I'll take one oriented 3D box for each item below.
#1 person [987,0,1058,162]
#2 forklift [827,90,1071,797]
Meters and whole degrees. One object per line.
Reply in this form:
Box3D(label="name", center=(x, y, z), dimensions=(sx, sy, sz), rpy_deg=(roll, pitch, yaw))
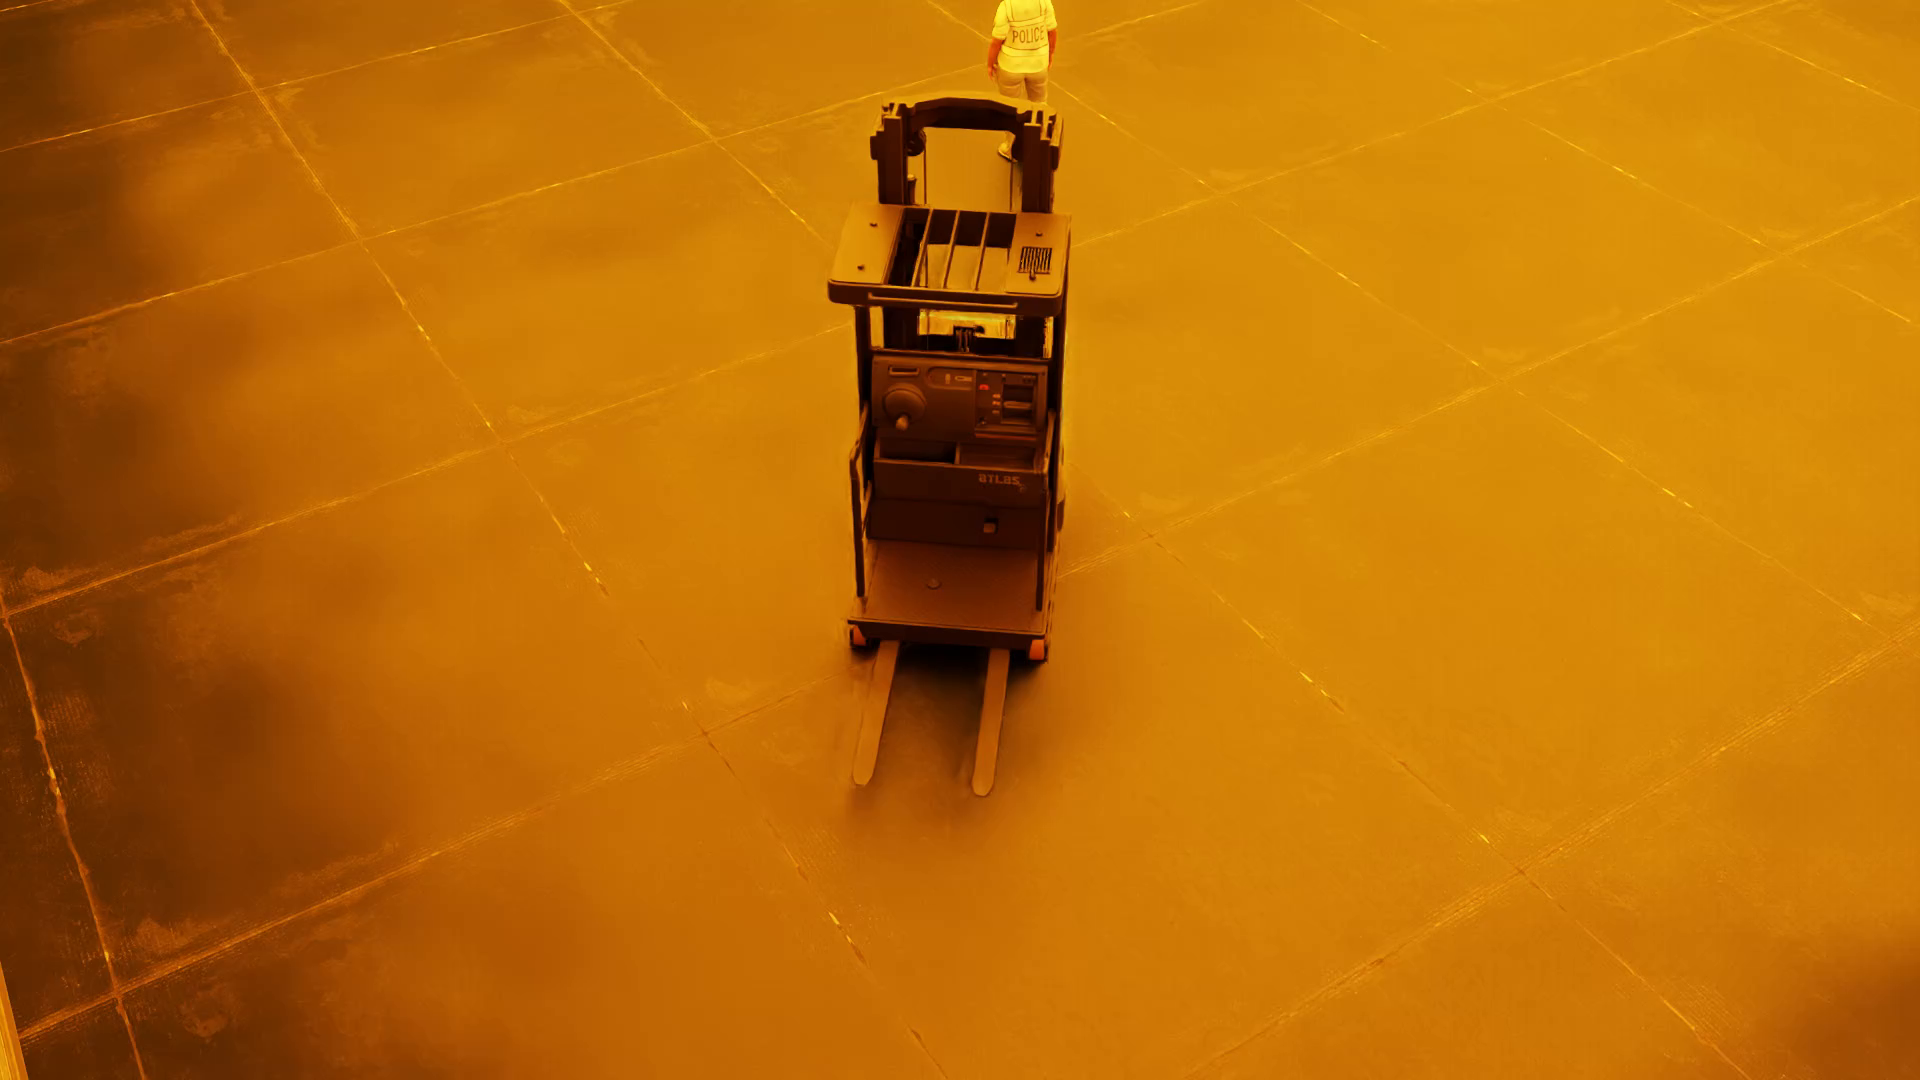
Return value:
Box3D(label="person", center=(0.480, -3.803, 13.174), dimensions=(0.593, 1.671, 0.526), rpy_deg=(-11, 42, -12))
Box3D(label="forklift", center=(-0.028, -0.671, 8.639), dimensions=(1.130, 2.935, 3.031), rpy_deg=(4, 41, 5))
